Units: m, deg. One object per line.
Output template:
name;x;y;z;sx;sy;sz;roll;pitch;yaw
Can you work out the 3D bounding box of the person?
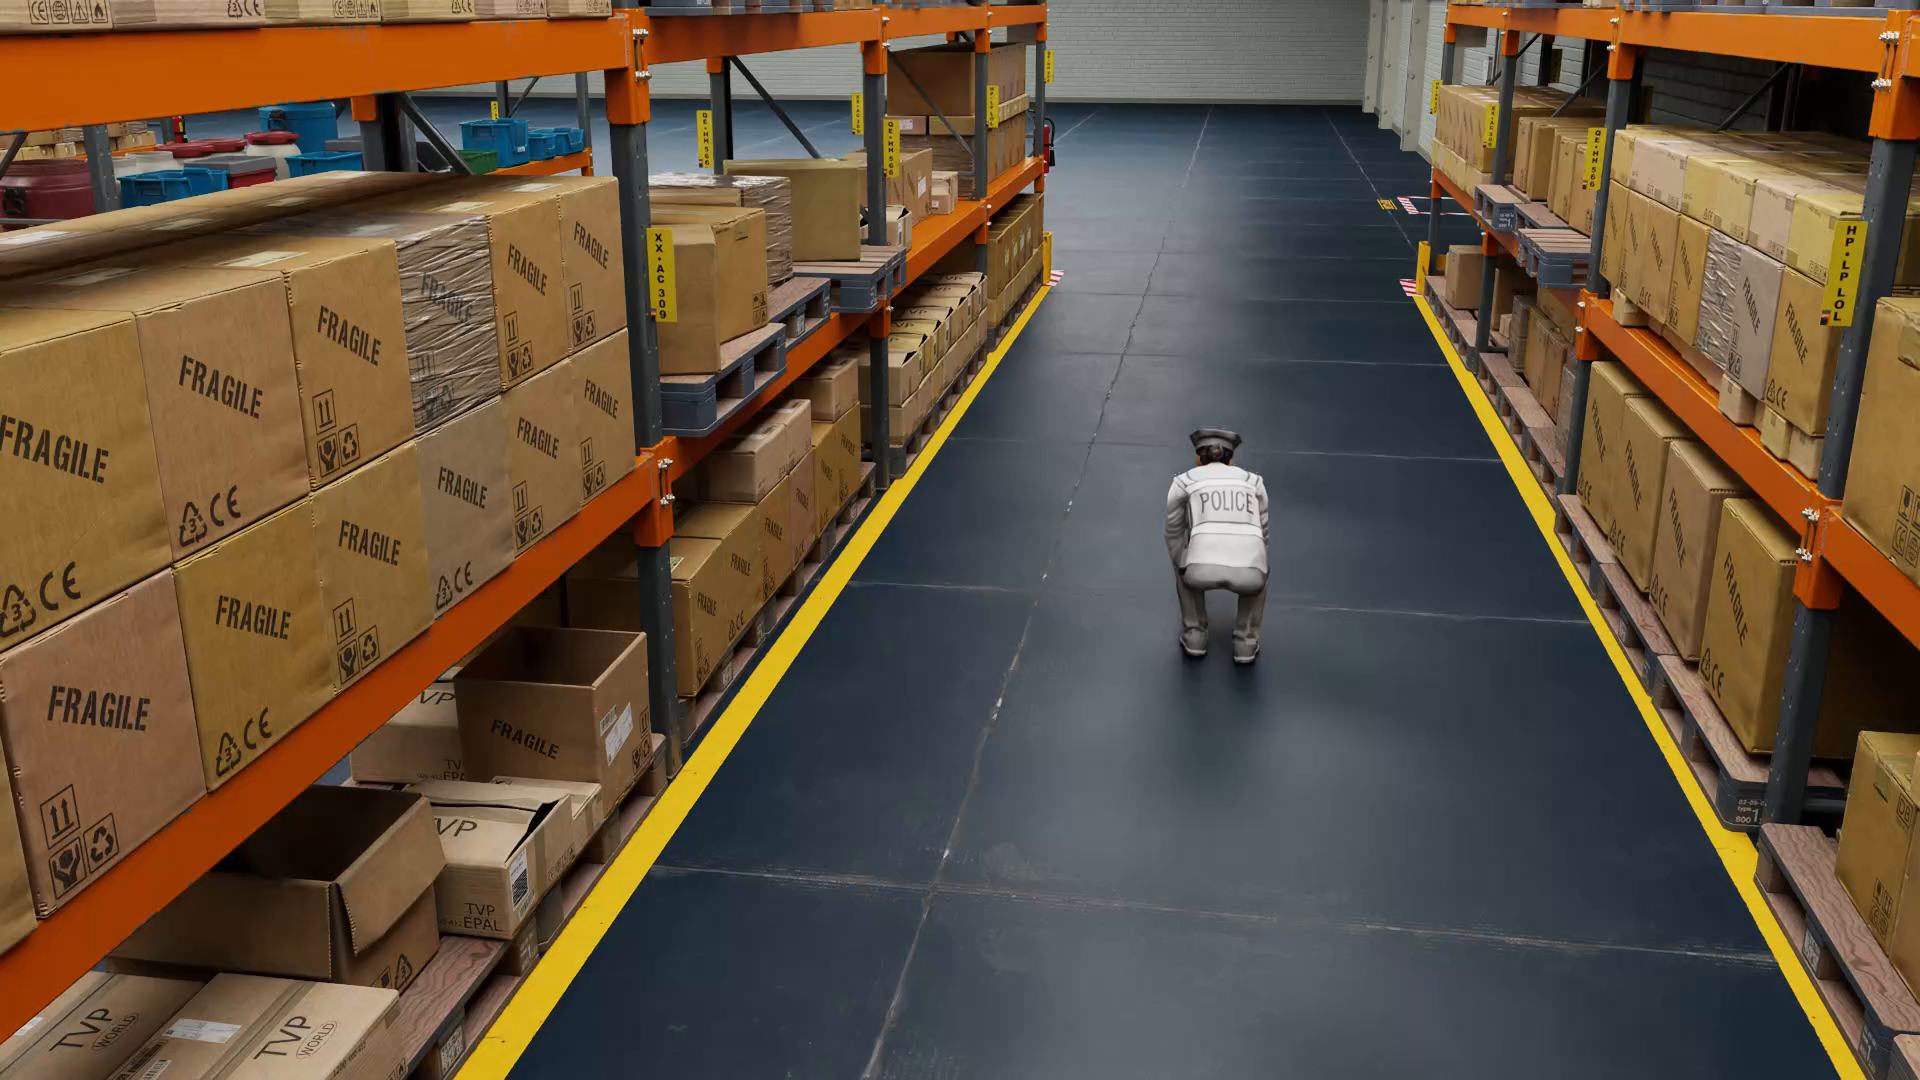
person;1.193;0.029;7.623;0.510;0.961;0.821;3;18;9
